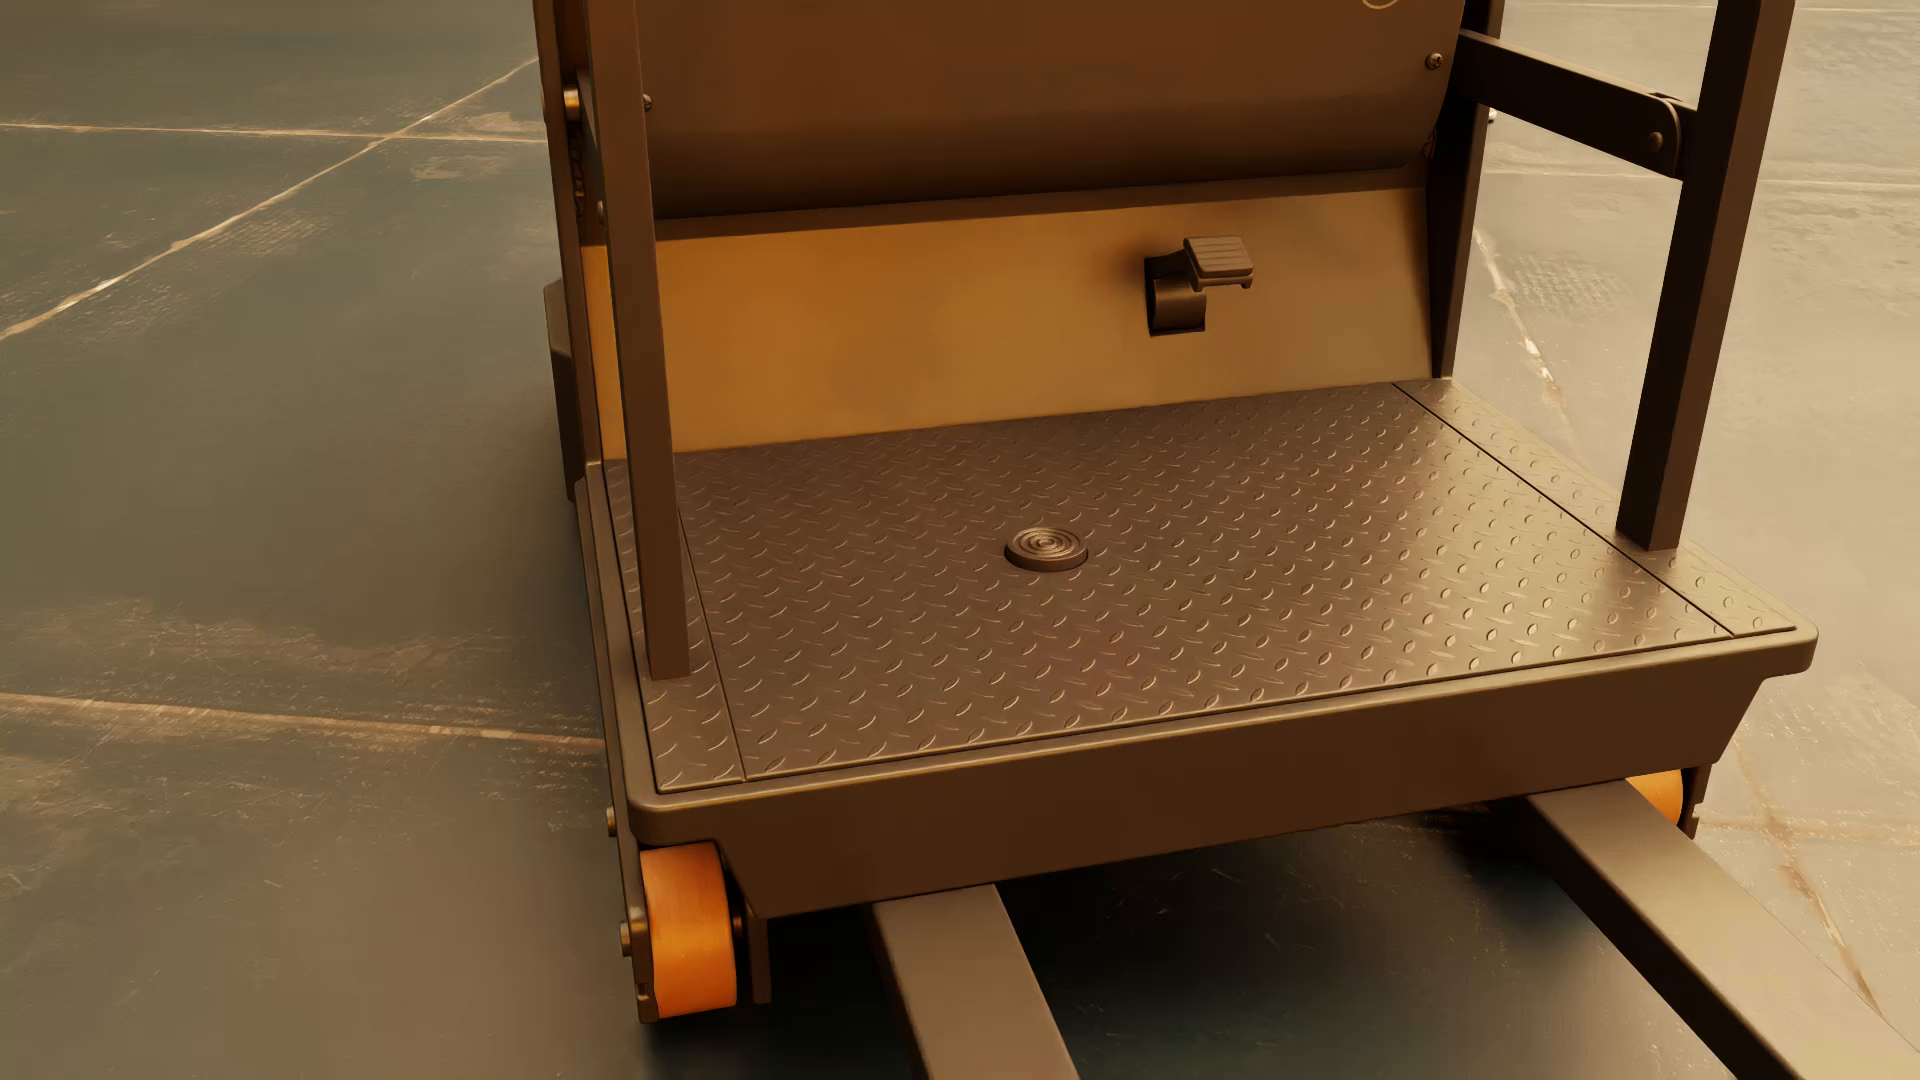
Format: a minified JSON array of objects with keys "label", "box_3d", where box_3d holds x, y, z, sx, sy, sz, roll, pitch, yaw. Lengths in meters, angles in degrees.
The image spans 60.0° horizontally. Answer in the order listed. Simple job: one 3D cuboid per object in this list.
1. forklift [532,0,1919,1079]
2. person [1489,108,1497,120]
[{"label":"forklift","box_3d":[0.153,-1.049,1.319,1.130,2.935,3.031,-7,27,-13]},{"label":"person","box_3d":[1.579,-2.130,4.879,0.357,1.694,0.462,18,32,32]}]
